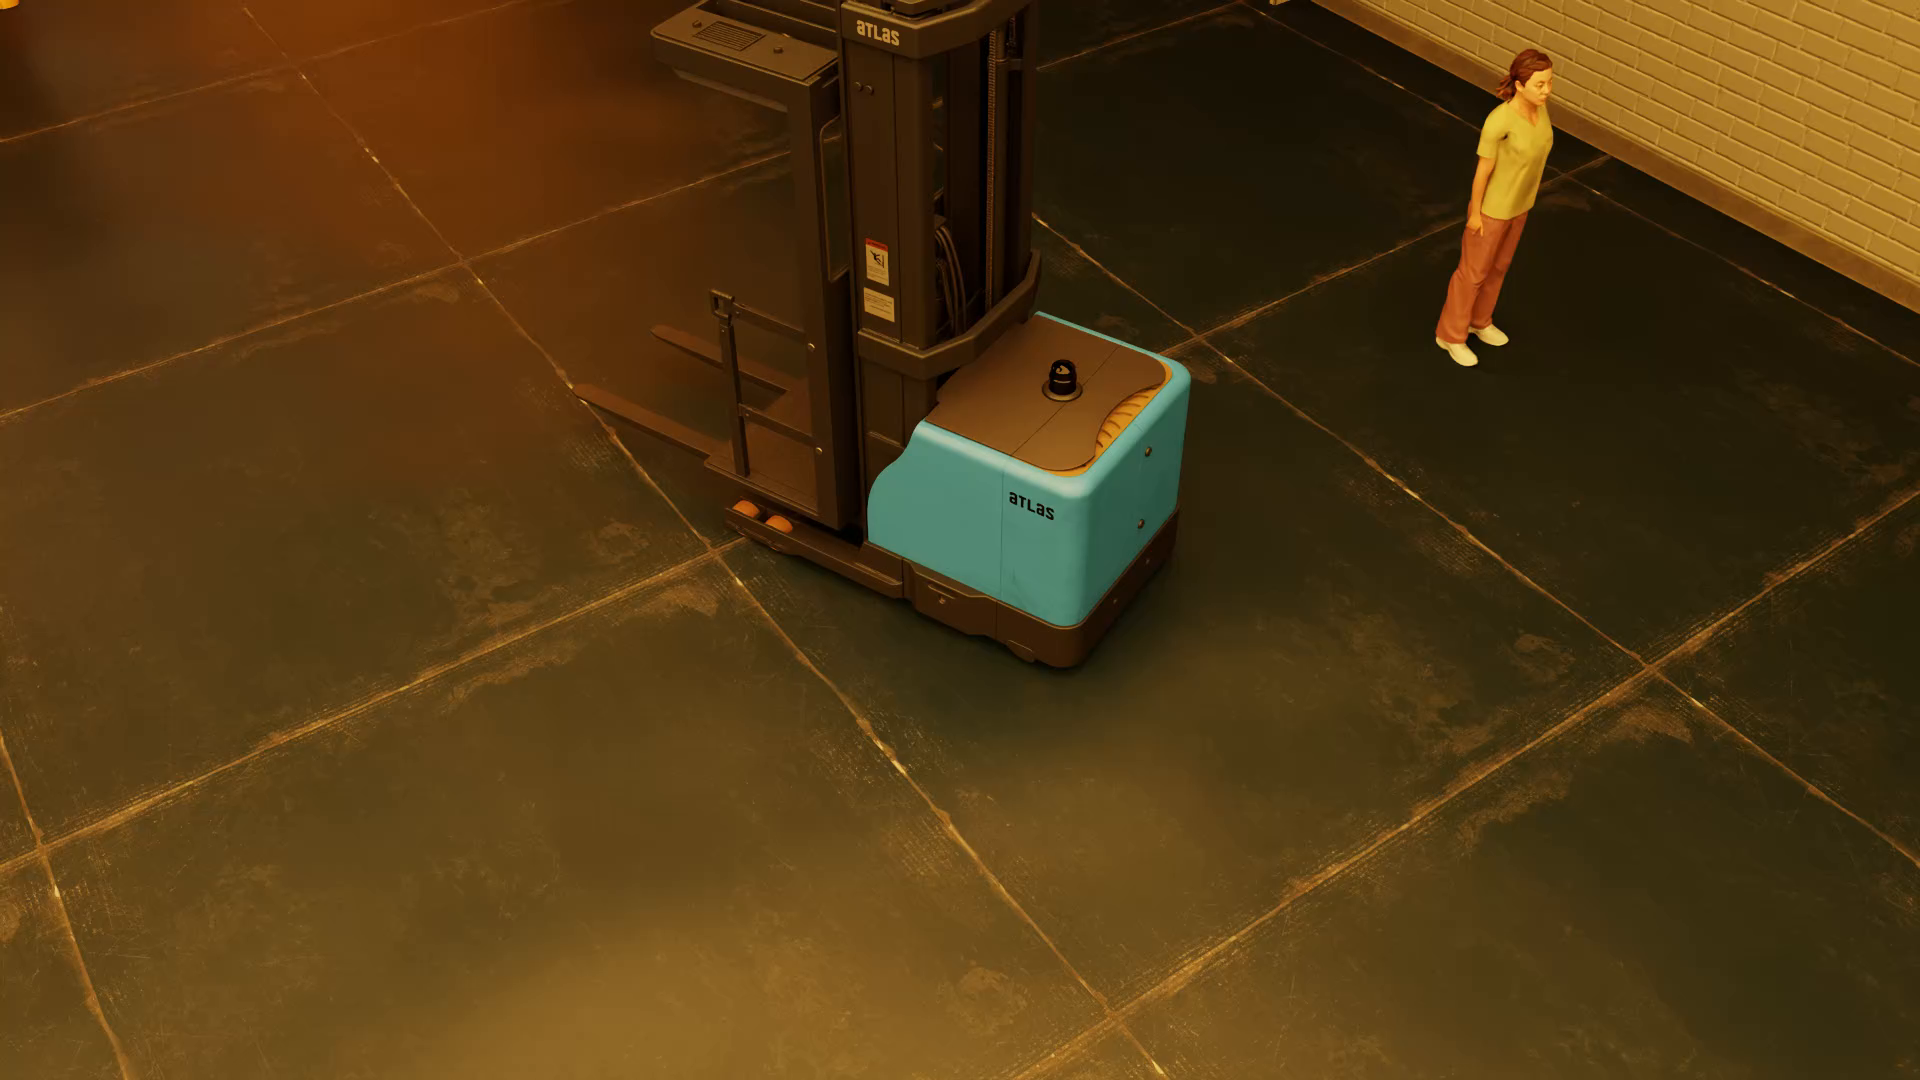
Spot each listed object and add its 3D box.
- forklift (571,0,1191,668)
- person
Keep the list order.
[{"bbox_3d":[-0.511,-1.302,7.129,3.031,2.935,1.130,24,48,24],"label":"forklift"},{"bbox_3d":[2.765,-1.699,8.488,0.433,1.673,0.368,-29,50,-28],"label":"person"}]
